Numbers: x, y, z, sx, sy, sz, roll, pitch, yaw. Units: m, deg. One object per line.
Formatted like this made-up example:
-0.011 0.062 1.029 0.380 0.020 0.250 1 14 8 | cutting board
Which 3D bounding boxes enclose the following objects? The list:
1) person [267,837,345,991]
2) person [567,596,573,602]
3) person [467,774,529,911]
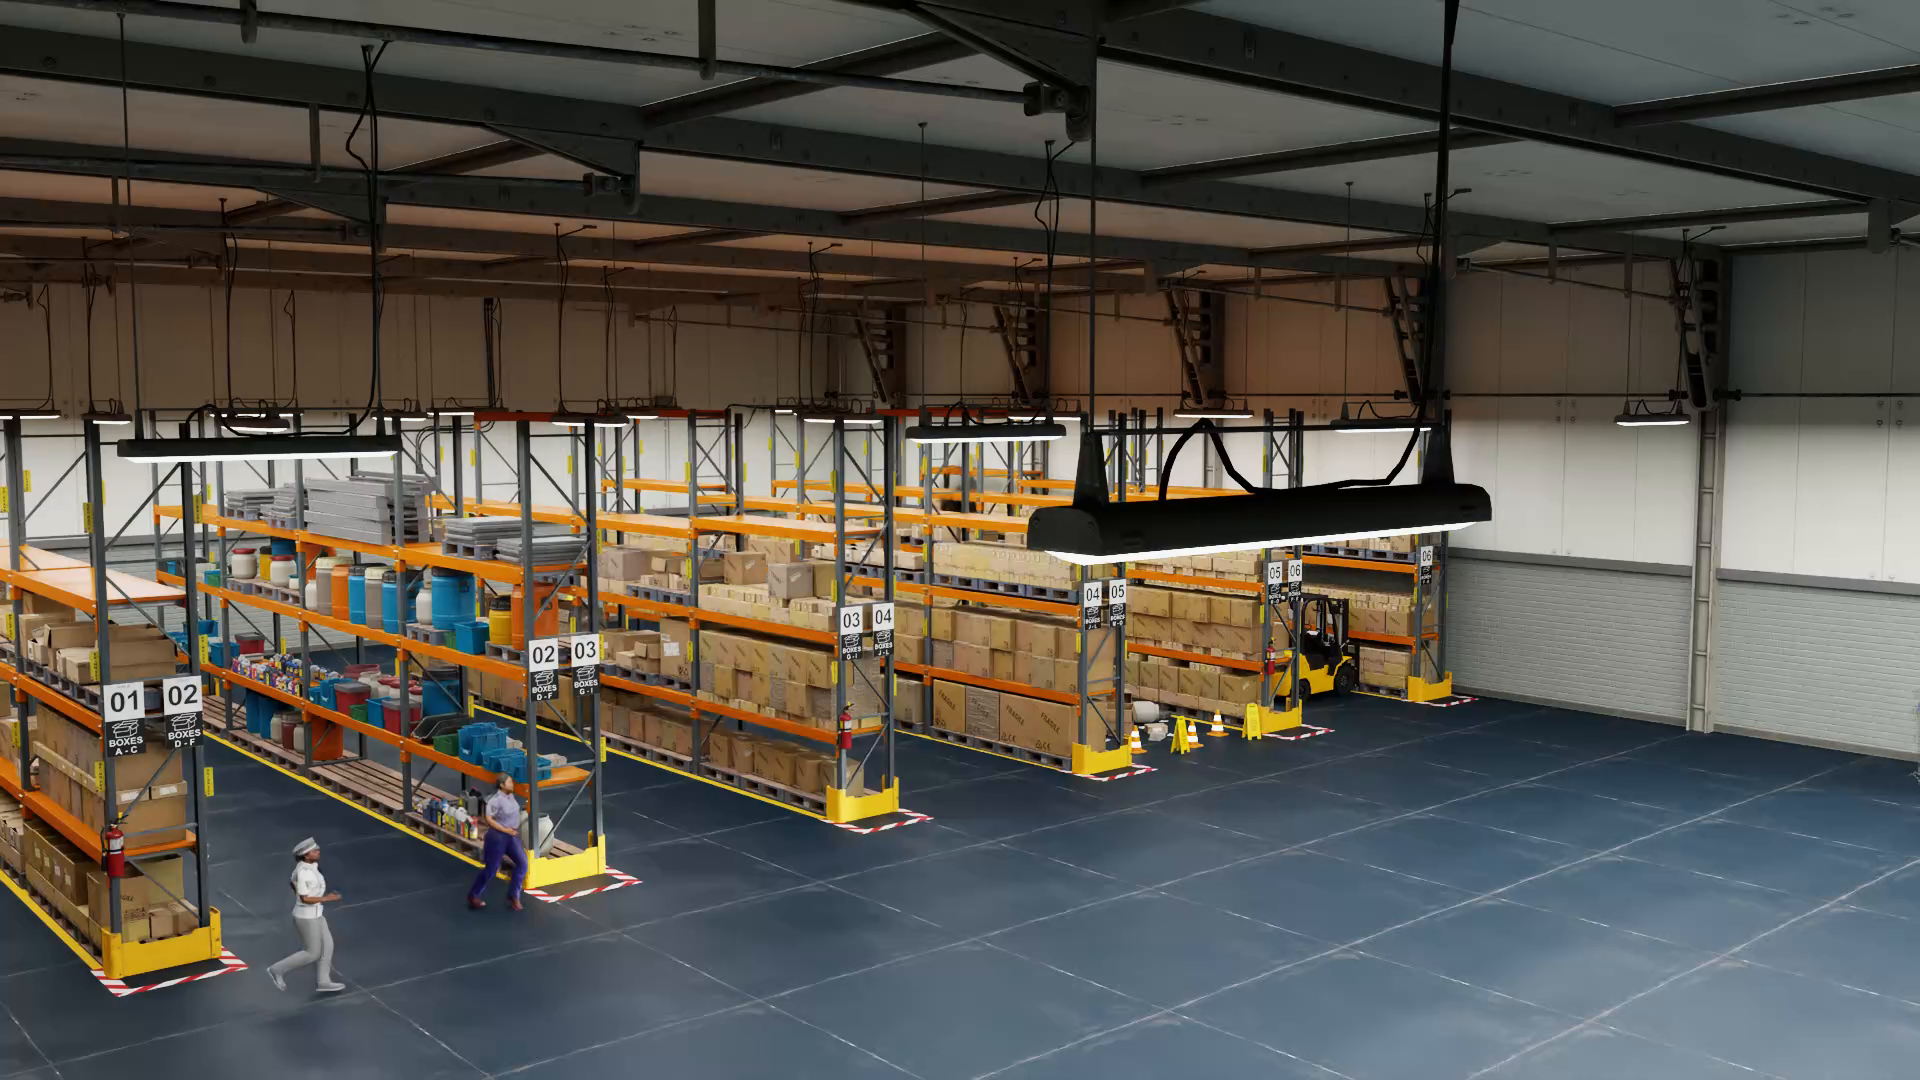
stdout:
-6.904 3.954 17.516 0.758 1.668 0.581 -2 5 -17 | person
-9.095 2.118 38.433 0.784 1.667 0.551 -4 6 -36 | person
-5.676 3.731 20.580 0.696 1.675 0.690 2 5 20 | person
